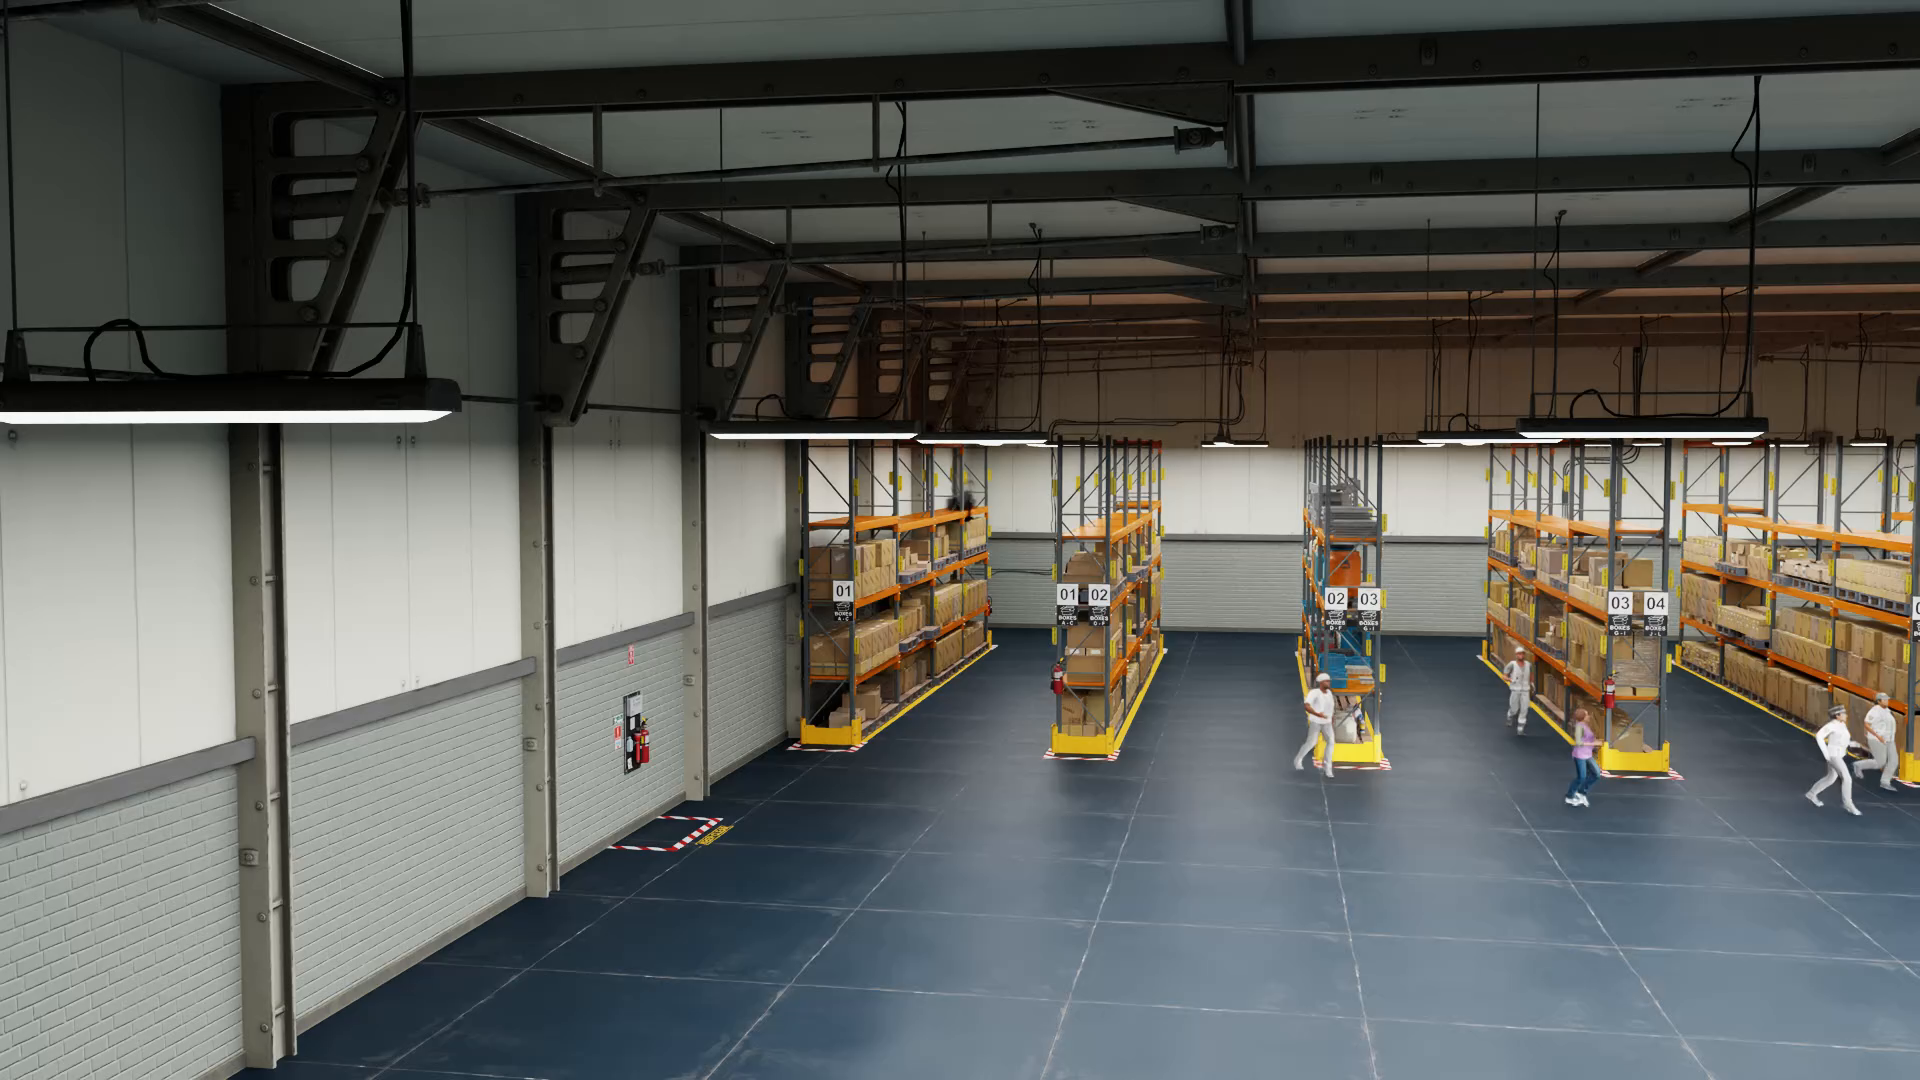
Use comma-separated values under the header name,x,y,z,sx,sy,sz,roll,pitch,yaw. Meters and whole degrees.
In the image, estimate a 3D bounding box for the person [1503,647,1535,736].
name,x,y,z,sx,sy,sz,roll,pitch,yaw
person,11.239,3.029,33.455,0.663,1.757,0.782,0,3,0

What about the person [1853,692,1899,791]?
name,x,y,z,sx,sy,sz,roll,pitch,yaw
person,15.597,3.397,28.208,0.625,1.637,0.725,-2,3,-28

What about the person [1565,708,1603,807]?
name,x,y,z,sx,sy,sz,roll,pitch,yaw
person,10.004,3.492,26.611,0.614,1.582,0.516,3,4,42

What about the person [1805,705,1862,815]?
name,x,y,z,sx,sy,sz,roll,pitch,yaw
person,13.860,3.455,26.365,0.853,1.717,0.630,3,4,42

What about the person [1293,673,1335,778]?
name,x,y,z,sx,sy,sz,roll,pitch,yaw
person,6.407,3.256,29.464,0.758,1.786,0.831,-2,4,-33
